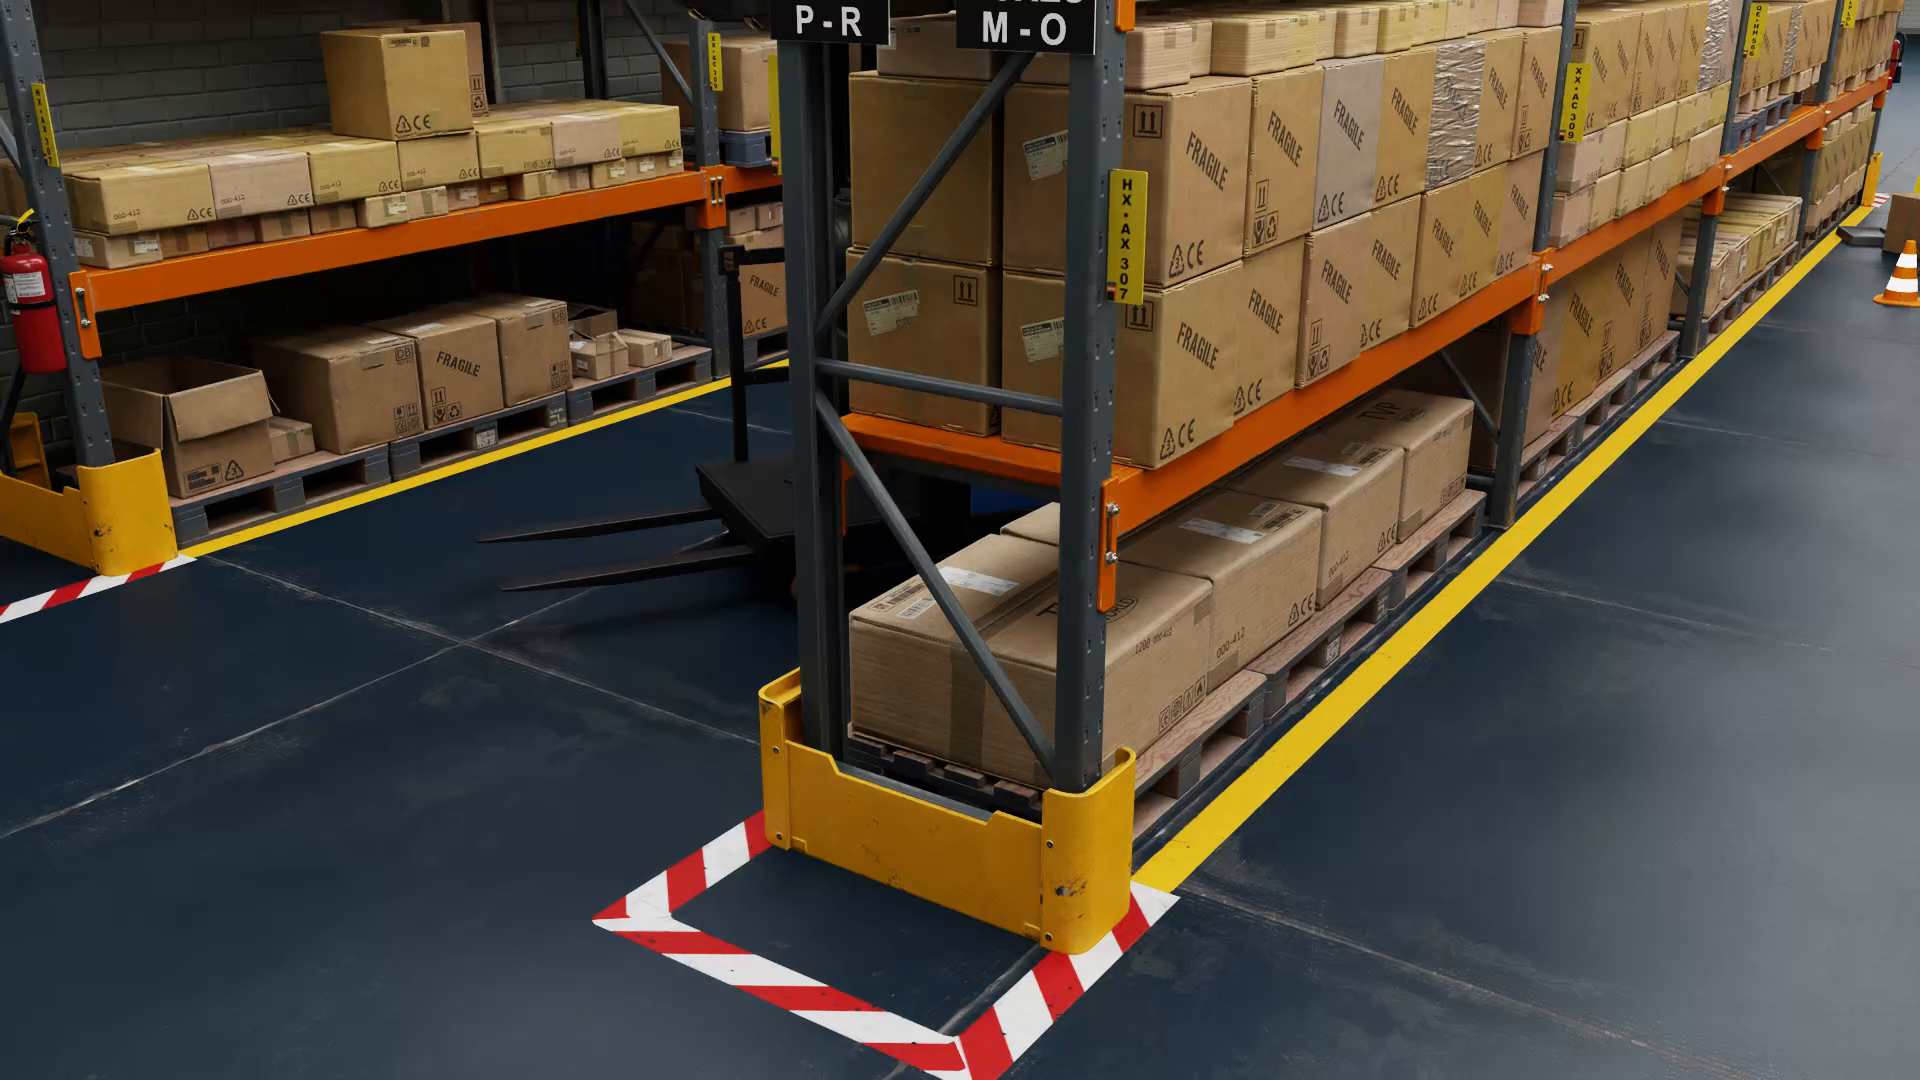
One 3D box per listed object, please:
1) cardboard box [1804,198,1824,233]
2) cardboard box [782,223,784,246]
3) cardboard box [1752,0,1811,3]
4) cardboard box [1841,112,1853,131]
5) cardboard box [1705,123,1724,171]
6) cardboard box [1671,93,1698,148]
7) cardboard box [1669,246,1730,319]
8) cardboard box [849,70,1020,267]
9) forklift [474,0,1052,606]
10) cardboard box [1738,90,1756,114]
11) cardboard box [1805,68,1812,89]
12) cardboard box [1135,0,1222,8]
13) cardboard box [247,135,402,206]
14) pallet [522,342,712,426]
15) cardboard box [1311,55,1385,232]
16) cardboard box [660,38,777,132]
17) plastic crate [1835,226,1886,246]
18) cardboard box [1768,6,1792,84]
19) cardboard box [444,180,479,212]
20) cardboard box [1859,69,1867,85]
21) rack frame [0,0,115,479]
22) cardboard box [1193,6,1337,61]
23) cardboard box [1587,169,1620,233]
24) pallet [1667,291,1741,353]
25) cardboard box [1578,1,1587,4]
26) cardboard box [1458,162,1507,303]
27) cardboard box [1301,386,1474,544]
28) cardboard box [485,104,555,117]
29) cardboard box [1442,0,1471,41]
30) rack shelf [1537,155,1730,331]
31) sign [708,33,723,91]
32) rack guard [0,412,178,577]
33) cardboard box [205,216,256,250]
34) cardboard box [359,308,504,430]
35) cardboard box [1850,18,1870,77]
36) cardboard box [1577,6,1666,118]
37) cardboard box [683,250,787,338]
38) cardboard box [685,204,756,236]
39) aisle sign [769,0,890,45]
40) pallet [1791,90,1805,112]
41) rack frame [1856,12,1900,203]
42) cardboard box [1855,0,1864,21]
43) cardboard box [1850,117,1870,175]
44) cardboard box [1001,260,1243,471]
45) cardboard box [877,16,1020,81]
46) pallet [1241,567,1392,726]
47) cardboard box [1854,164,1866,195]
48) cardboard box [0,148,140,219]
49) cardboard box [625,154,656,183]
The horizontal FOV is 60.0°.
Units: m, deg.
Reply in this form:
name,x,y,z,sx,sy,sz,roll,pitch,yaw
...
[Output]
name,x,y,z,sx,sy,sz,roll,pitch,yaw
cardboard box,7.255,-2.877,14.578,0.500,0.250,0.500,12,23,29
cardboard box,-1.256,-2.075,11.115,0.380,0.149,0.250,12,23,29
cardboard box,6.116,-4.081,12.361,0.380,0.149,0.250,12,24,30
cardboard box,7.811,-3.783,15.011,0.380,0.149,0.250,15,25,35
cardboard box,4.382,-2.440,10.253,0.500,0.250,0.500,12,24,30
cardboard box,3.833,-2.383,9.378,0.500,0.250,0.500,13,24,30
cardboard box,4.777,-1.830,11.572,0.950,0.372,0.625,11,23,28
cardboard box,0.028,-1.111,4.859,0.500,0.500,0.500,14,25,34
forklift,-0.572,-1.286,7.018,3.031,2.935,1.130,-9,22,-22
cardboard box,5.167,-2.986,11.271,0.380,0.149,0.250,12,23,28
cardboard box,6.361,-3.578,12.871,0.380,0.149,0.250,13,24,31
cardboard box,0.662,-1.749,5.650,0.380,0.149,0.250,14,24,33
cardboard box,-3.110,-1.815,8.135,0.500,0.250,0.500,13,24,31
pallet,-2.291,-1.020,10.219,1.003,0.211,1.213,13,24,32
cardboard box,1.027,-1.307,5.390,0.500,0.500,0.500,13,24,31
cardboard box,-1.447,-2.864,10.435,0.700,0.500,0.500,14,24,33
plastic crate,8.261,-2.775,15.151,0.402,0.080,0.583,5,21,13
cardboard box,5.476,-3.478,11.665,0.500,0.500,0.500,14,24,33
cardboard box,-2.757,-1.827,8.743,0.380,0.149,0.250,13,24,32
cardboard box,8.254,-4.354,15.573,0.380,0.149,0.250,13,24,31
rack frame,-4.153,-1.377,7.165,1.000,3.000,0.127,13,24,32
cardboard box,0.949,-1.584,5.204,0.380,0.149,0.250,14,24,32
cardboard box,2.958,-1.711,8.284,0.500,0.250,0.500,13,24,31
pallet,4.892,-1.622,11.845,1.003,0.211,1.213,13,24,32
cardboard box,3.111,-2.694,9.139,0.500,0.500,0.500,14,24,33
cardboard box,1.869,-1.273,6.740,0.500,0.500,0.500,13,24,31
cardboard box,1.761,-0.394,7.595,0.875,0.438,0.875,13,24,31
cardboard box,-2.682,-2.360,9.608,0.500,0.250,0.500,13,24,31
cardboard box,1.668,-1.949,6.189,0.380,0.149,0.250,13,24,31
rack shelf,3.327,-1.795,9.330,1.077,0.370,4.000,13,24,32
sign,-1.451,-2.827,9.837,0.100,0.325,0.005,13,24,32
rack guard,-4.110,-0.227,7.658,1.175,0.500,0.348,13,24,32
cardboard box,-3.518,-1.465,7.763,0.380,0.149,0.250,13,24,31
cardboard box,-2.838,-0.929,8.950,0.500,0.500,0.500,14,24,33
cardboard box,7.734,-4.402,14.769,0.500,0.500,0.500,13,24,31
cardboard box,3.235,-2.439,8.449,0.500,0.500,0.500,13,24,31
cardboard box,-1.446,-1.645,10.885,0.500,0.500,0.500,15,25,34
cardboard box,-1.533,-2.056,10.634,0.380,0.149,0.250,13,24,31
aisle sign,-0.342,-1.669,4.207,0.394,0.787,0.004,13,24,32
pallet,6.150,-3.573,13.376,1.003,0.211,1.213,13,24,32
rack frame,8.949,-5.001,16.962,1.000,3.000,0.127,13,24,32
cardboard box,7.127,-4.593,13.843,0.700,0.500,0.500,13,24,31
cardboard box,8.423,-3.829,16.070,0.500,0.500,0.500,14,25,34
cardboard box,0.462,-0.539,4.754,0.500,0.500,0.500,13,24,31
cardboard box,-0.010,-1.373,4.631,0.380,0.149,0.250,14,24,33
pallet,1.026,0.304,6.638,1.003,0.211,1.213,13,24,32
cardboard box,8.703,-3.617,16.578,0.500,0.250,0.500,13,24,32
cardboard box,-4.114,-1.630,7.636,0.500,0.250,0.500,14,25,33
cardboard box,-2.003,-2.188,9.717,0.380,0.149,0.250,14,25,33
